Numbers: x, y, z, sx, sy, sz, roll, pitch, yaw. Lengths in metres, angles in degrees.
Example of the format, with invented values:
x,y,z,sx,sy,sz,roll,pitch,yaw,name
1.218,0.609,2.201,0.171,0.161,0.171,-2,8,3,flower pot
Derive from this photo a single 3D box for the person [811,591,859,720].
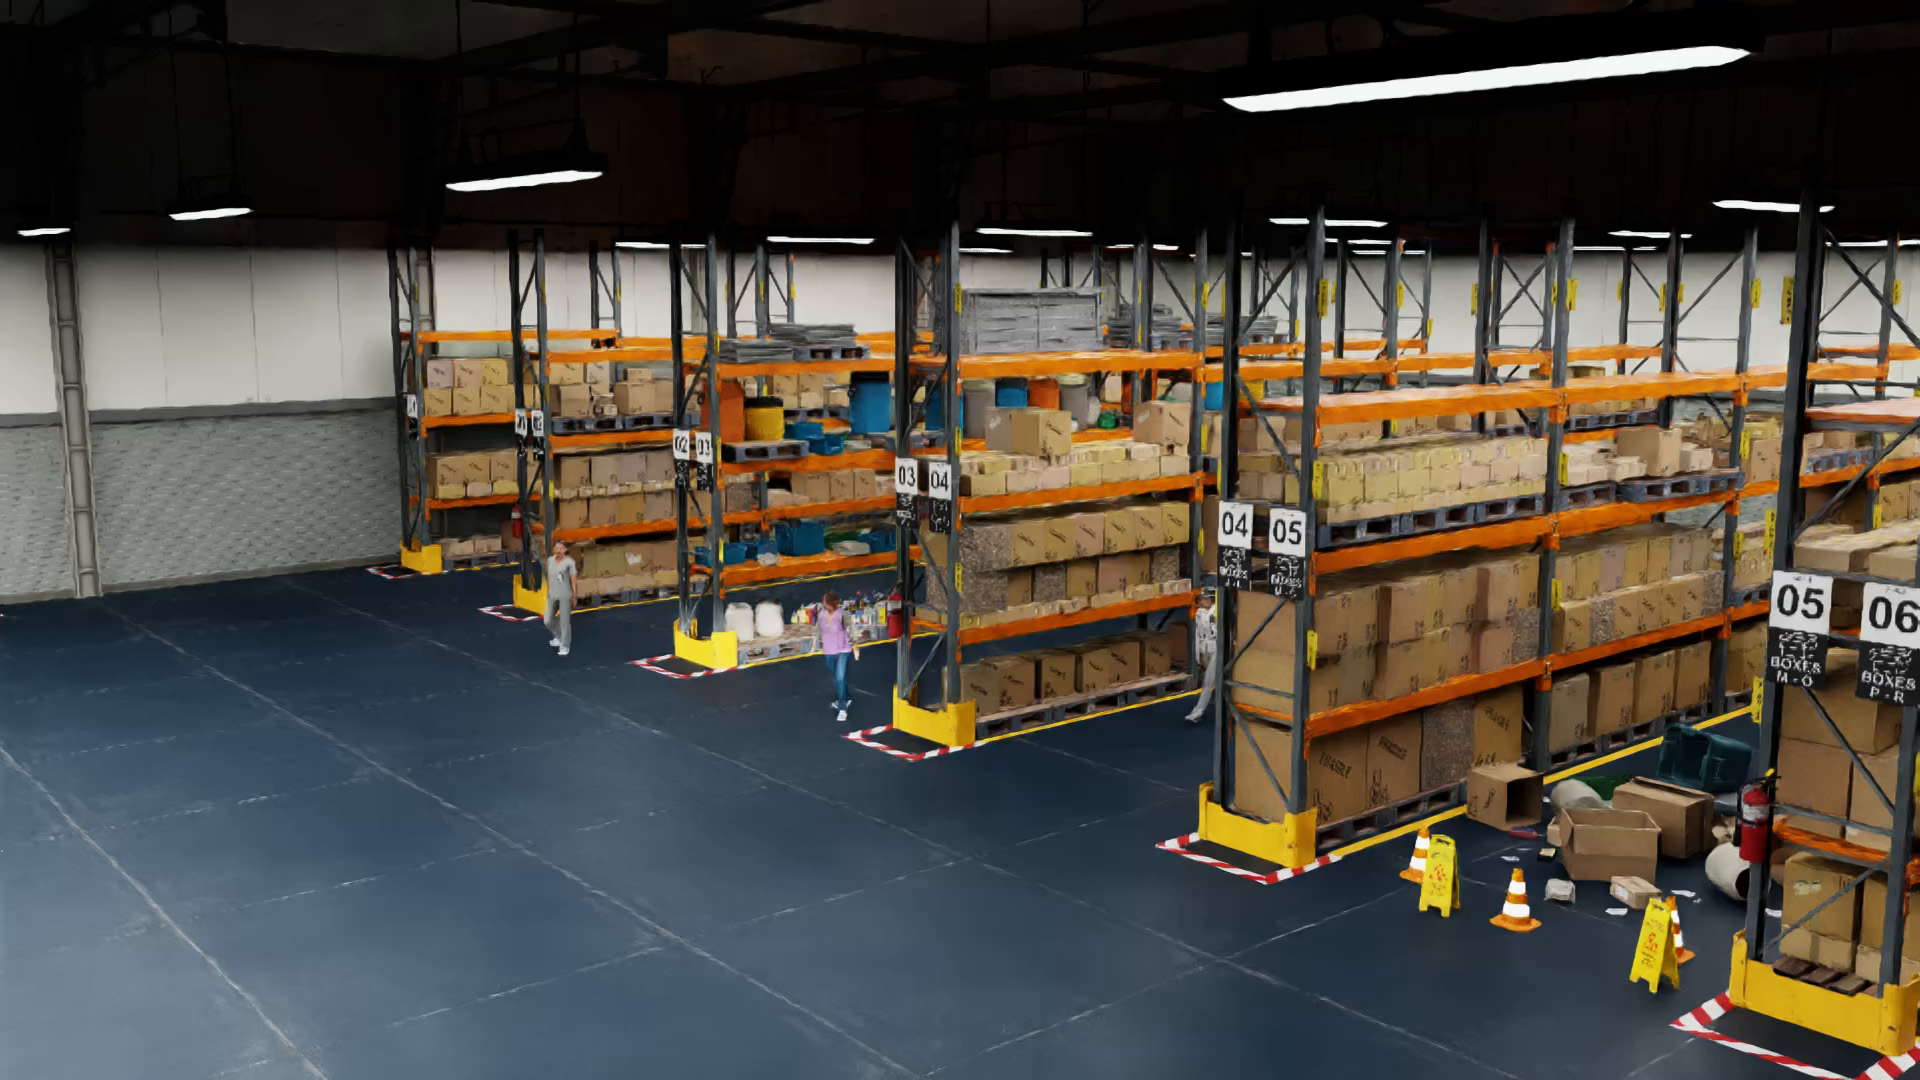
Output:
x,y,z,sx,sy,sz,roll,pitch,yaw,name
-1.457,1.347,20.003,0.569,1.514,0.780,5,10,31,person

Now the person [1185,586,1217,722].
x,y,z,sx,sy,sz,roll,pitch,yaw,name
2.993,1.318,19.899,1.086,1.589,0.489,-7,11,-37,person

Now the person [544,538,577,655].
x,y,z,sx,sy,sz,roll,pitch,yaw,name
-5.583,0.773,23.347,0.518,1.665,0.516,2,9,13,person

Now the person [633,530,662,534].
x,y,z,sx,sy,sz,roll,pitch,yaw,name
-5.543,-0.250,29.690,0.588,1.722,0.500,-2,9,-10,person
